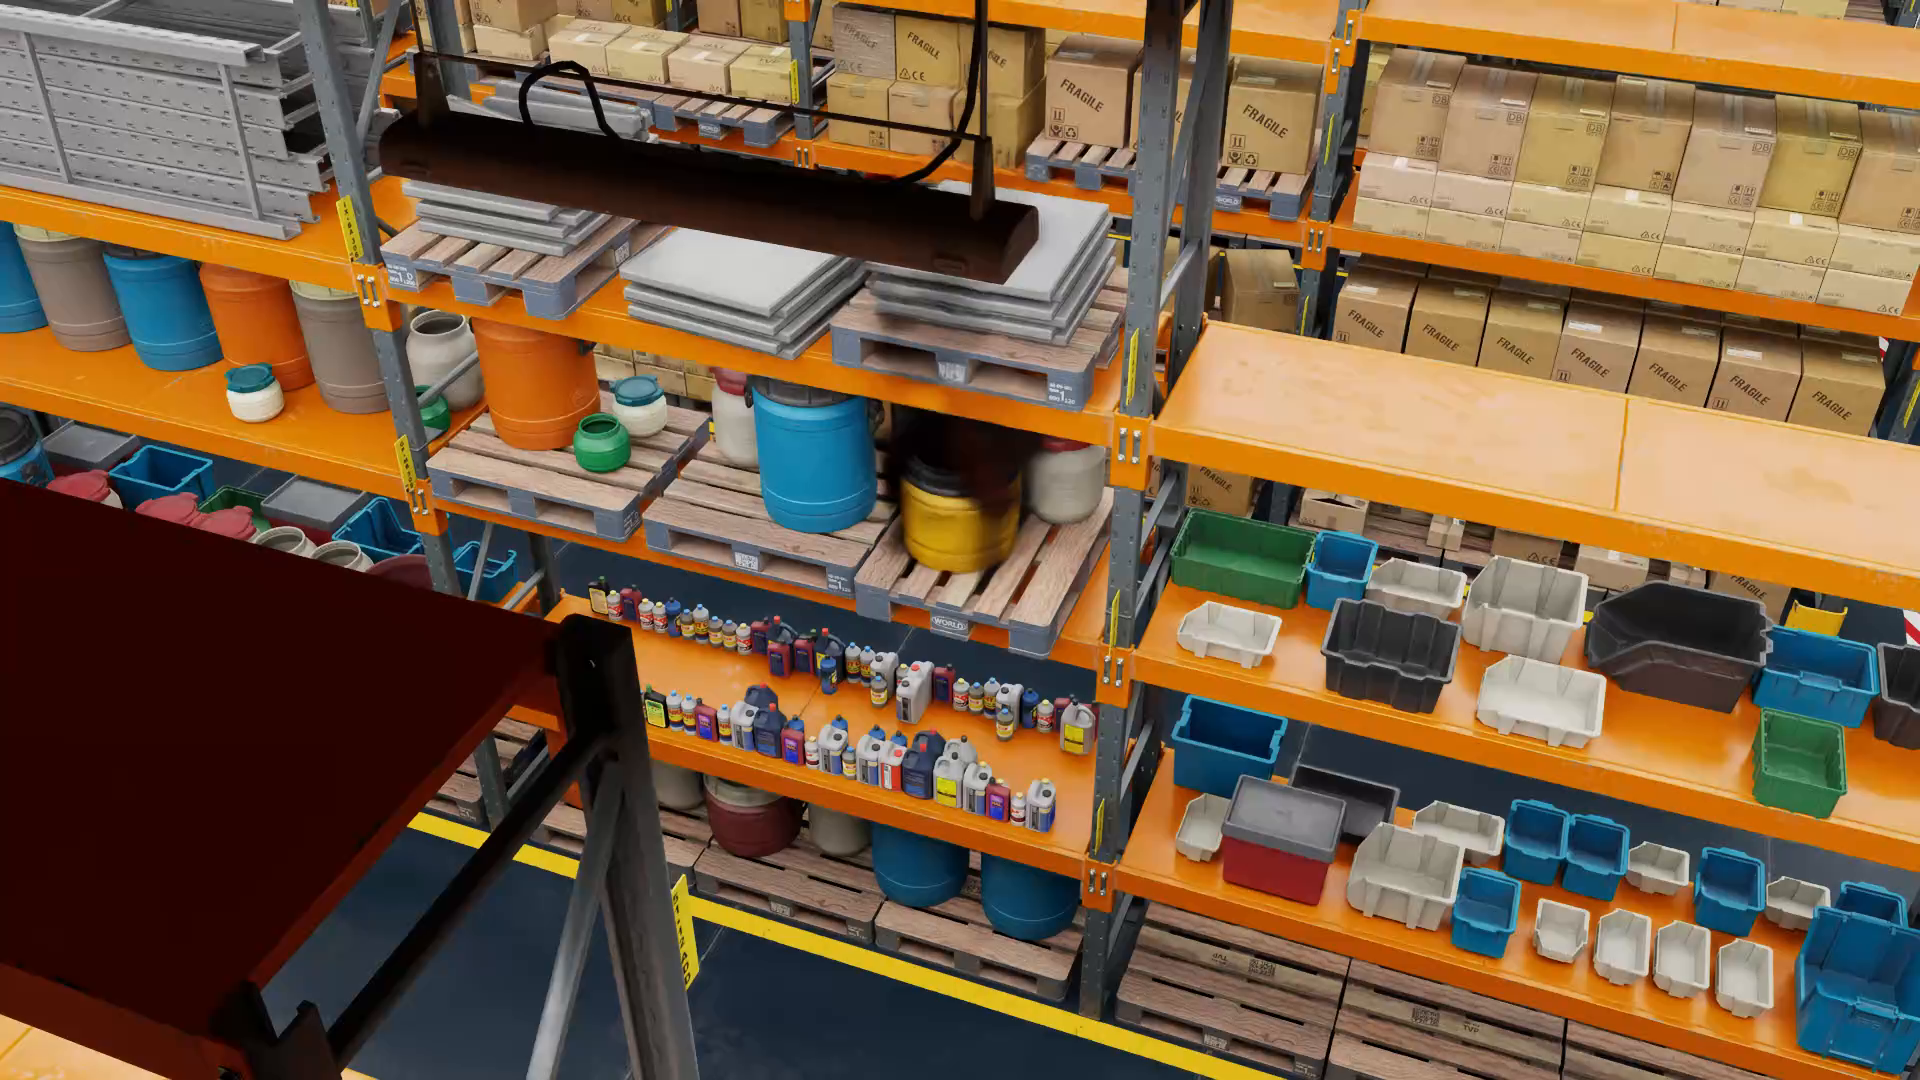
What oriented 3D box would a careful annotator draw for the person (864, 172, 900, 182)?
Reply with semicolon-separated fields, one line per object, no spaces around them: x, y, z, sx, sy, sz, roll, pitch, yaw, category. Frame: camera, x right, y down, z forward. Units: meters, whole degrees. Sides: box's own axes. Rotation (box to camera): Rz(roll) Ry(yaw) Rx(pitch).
-0.731;-3.242;16.322;0.945;1.700;0.665;5;37;7;person
